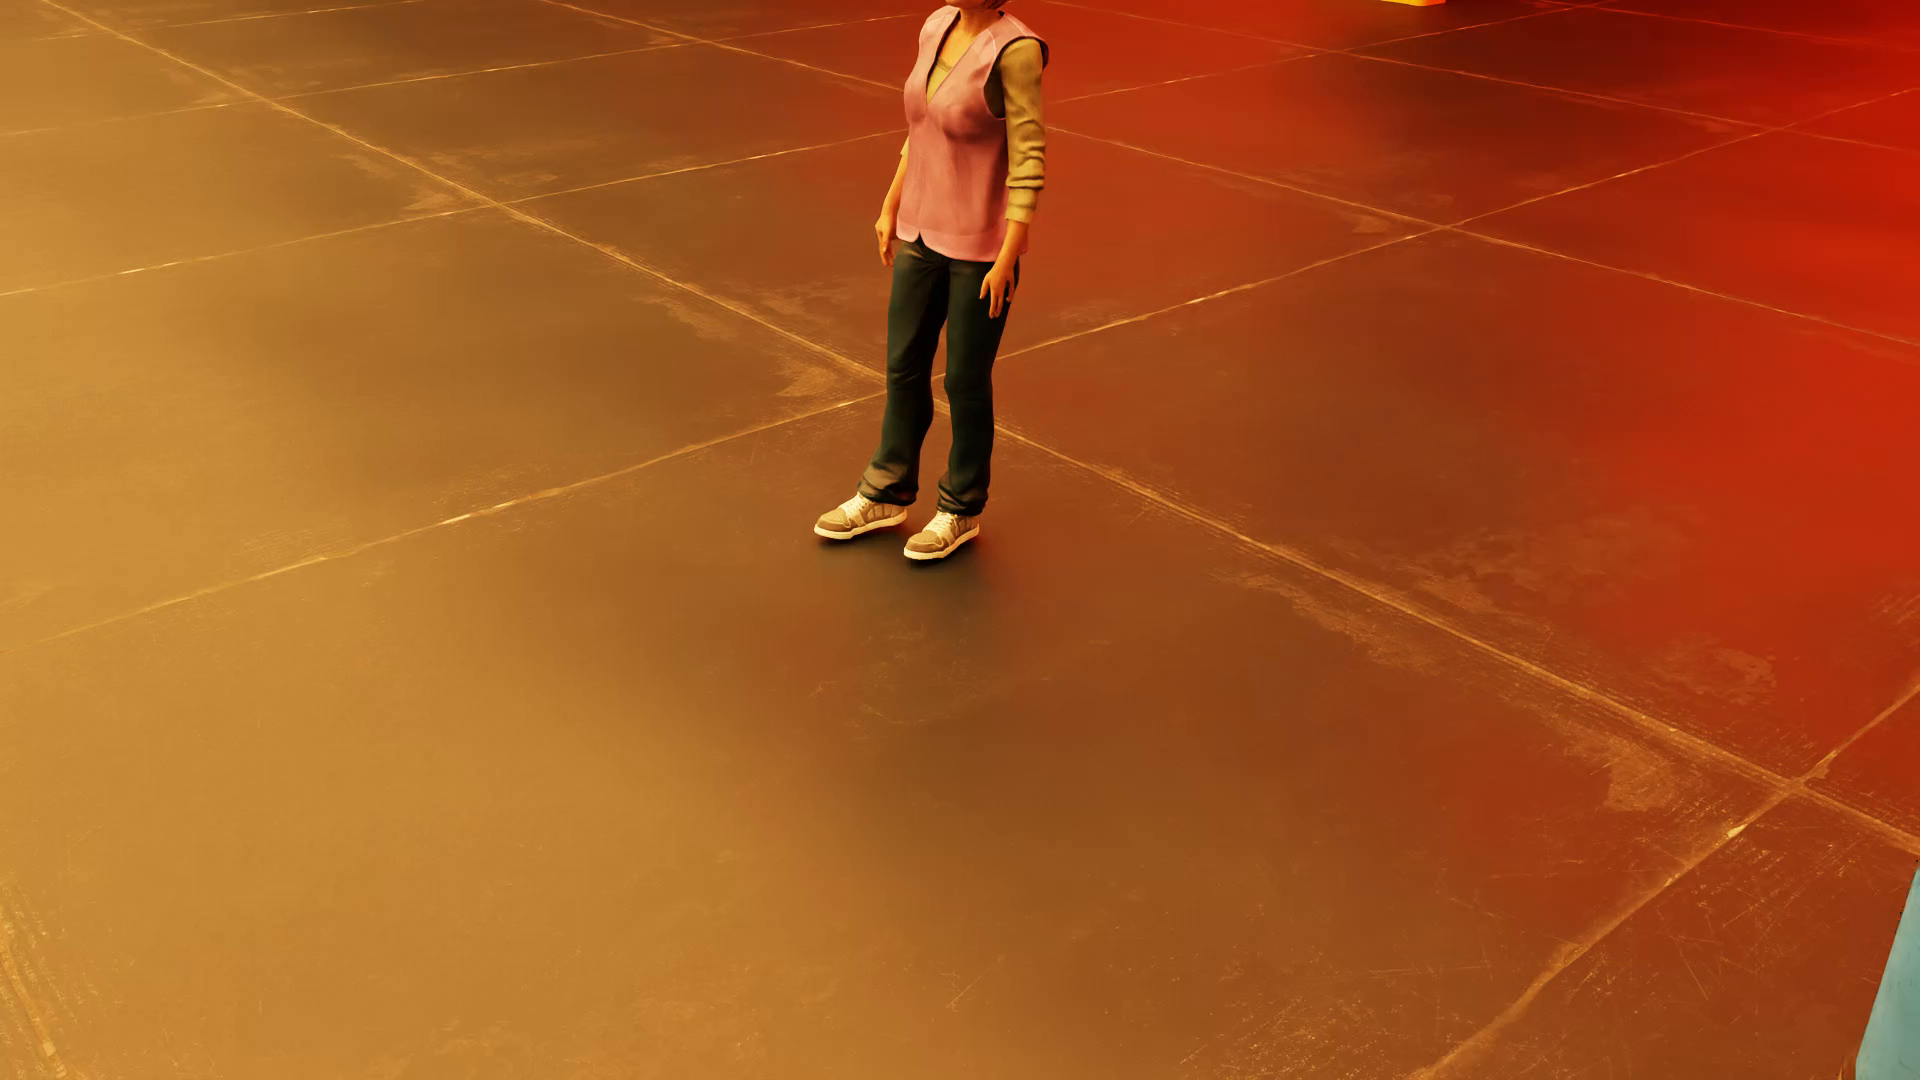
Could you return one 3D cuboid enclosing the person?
[{"bbox_3d":[-0.066,-0.705,4.109,0.473,1.599,0.521,-20,33,-35],"label":"person"}]
